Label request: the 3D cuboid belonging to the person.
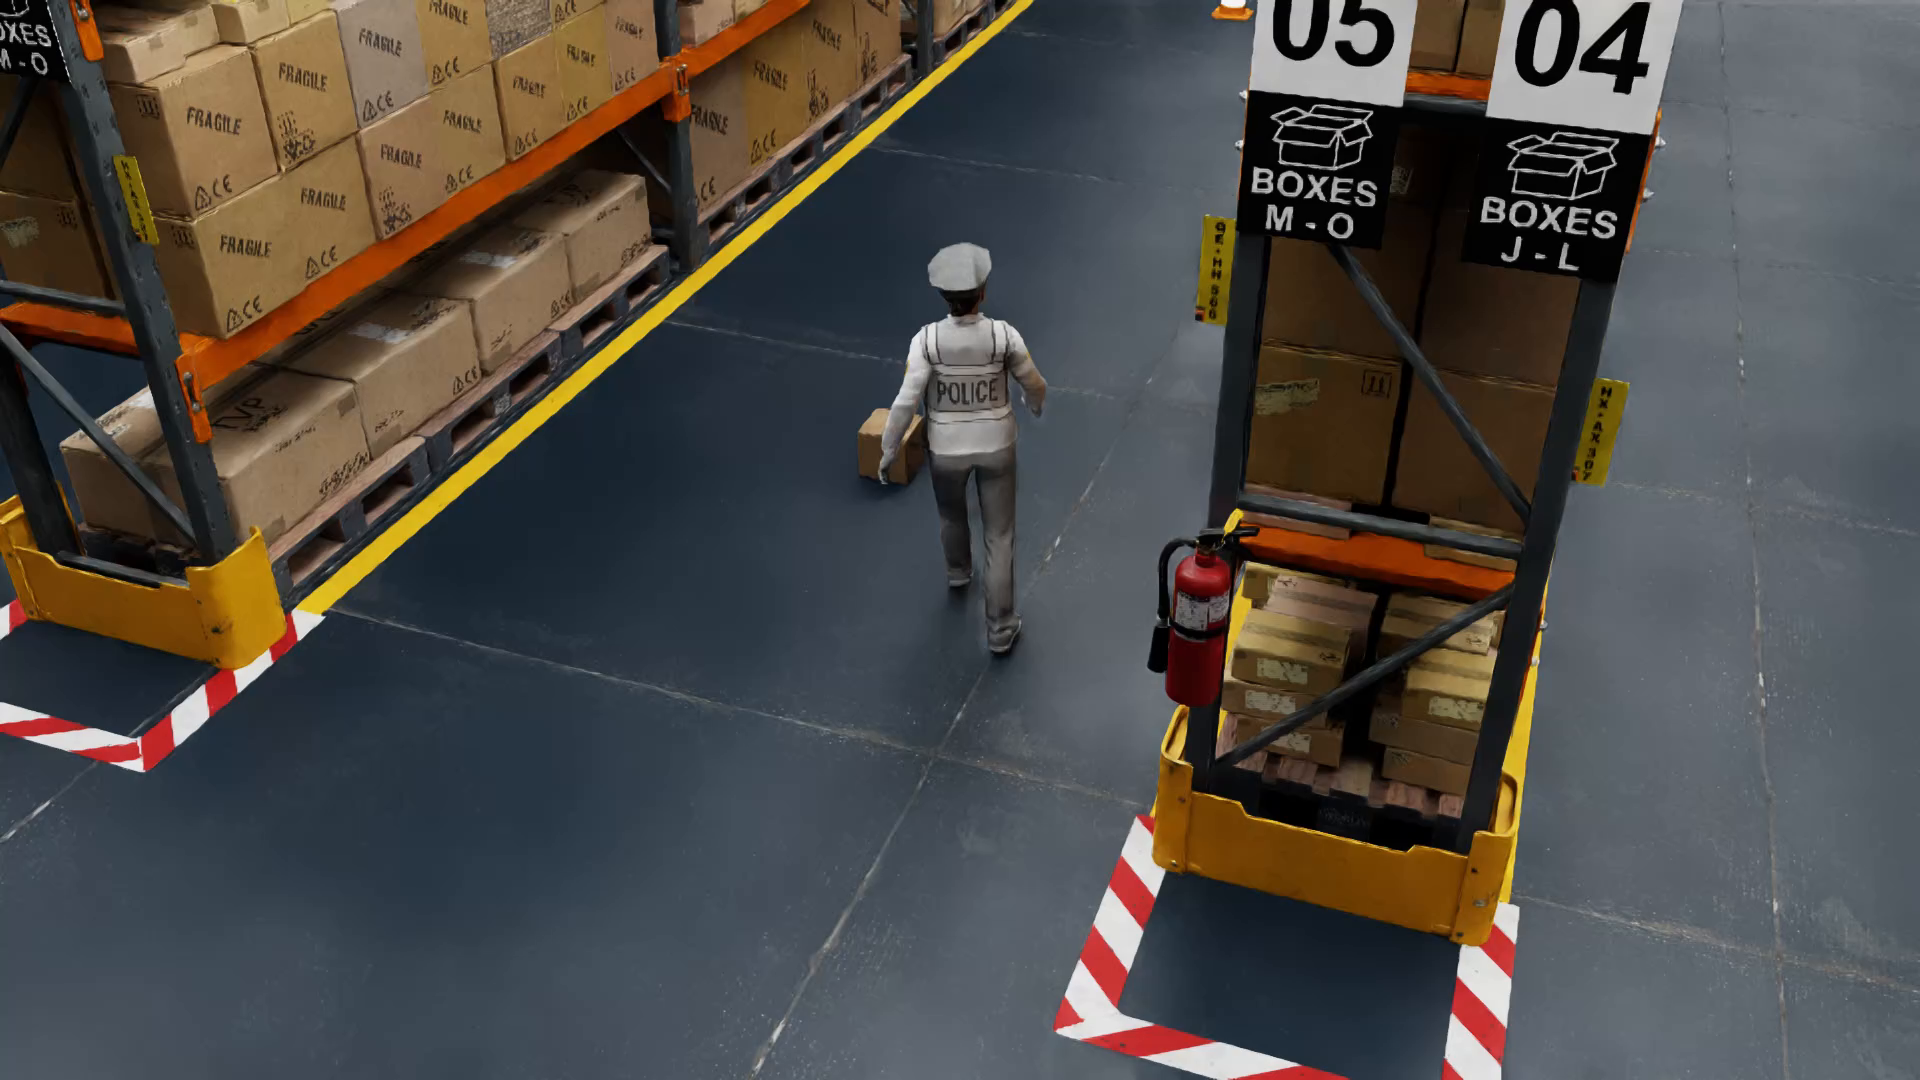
[{"bbox_3d":[0.010,-0.380,6.746,0.681,1.719,0.737,0,33,-1],"label":"person"}]
